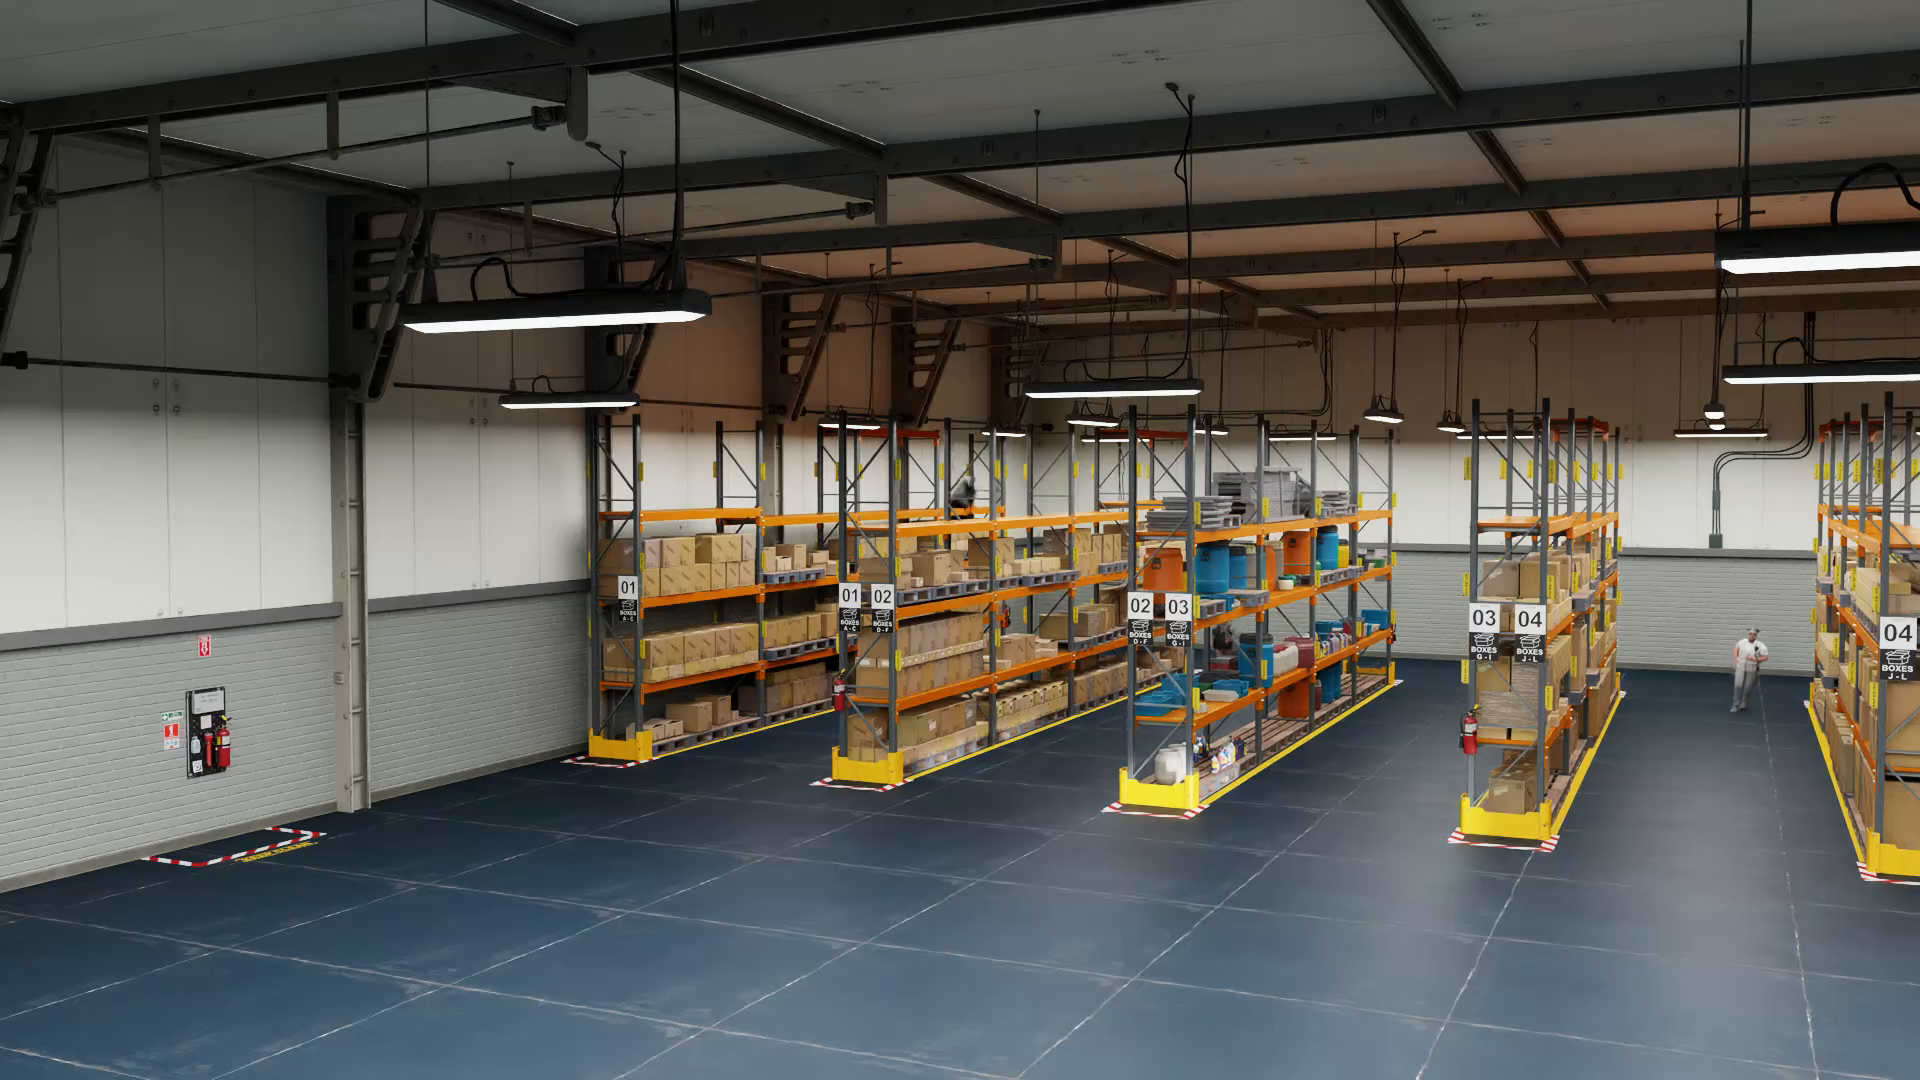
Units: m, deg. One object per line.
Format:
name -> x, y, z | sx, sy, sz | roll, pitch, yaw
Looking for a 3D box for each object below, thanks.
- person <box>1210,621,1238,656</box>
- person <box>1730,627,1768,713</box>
person -> 6.138, 2.563, 38.807 | 0.670, 1.692, 0.821 | 1, 2, 16
person -> 16.488, 2.709, 34.697 | 0.679, 1.803, 0.892 | 1, 3, 33
